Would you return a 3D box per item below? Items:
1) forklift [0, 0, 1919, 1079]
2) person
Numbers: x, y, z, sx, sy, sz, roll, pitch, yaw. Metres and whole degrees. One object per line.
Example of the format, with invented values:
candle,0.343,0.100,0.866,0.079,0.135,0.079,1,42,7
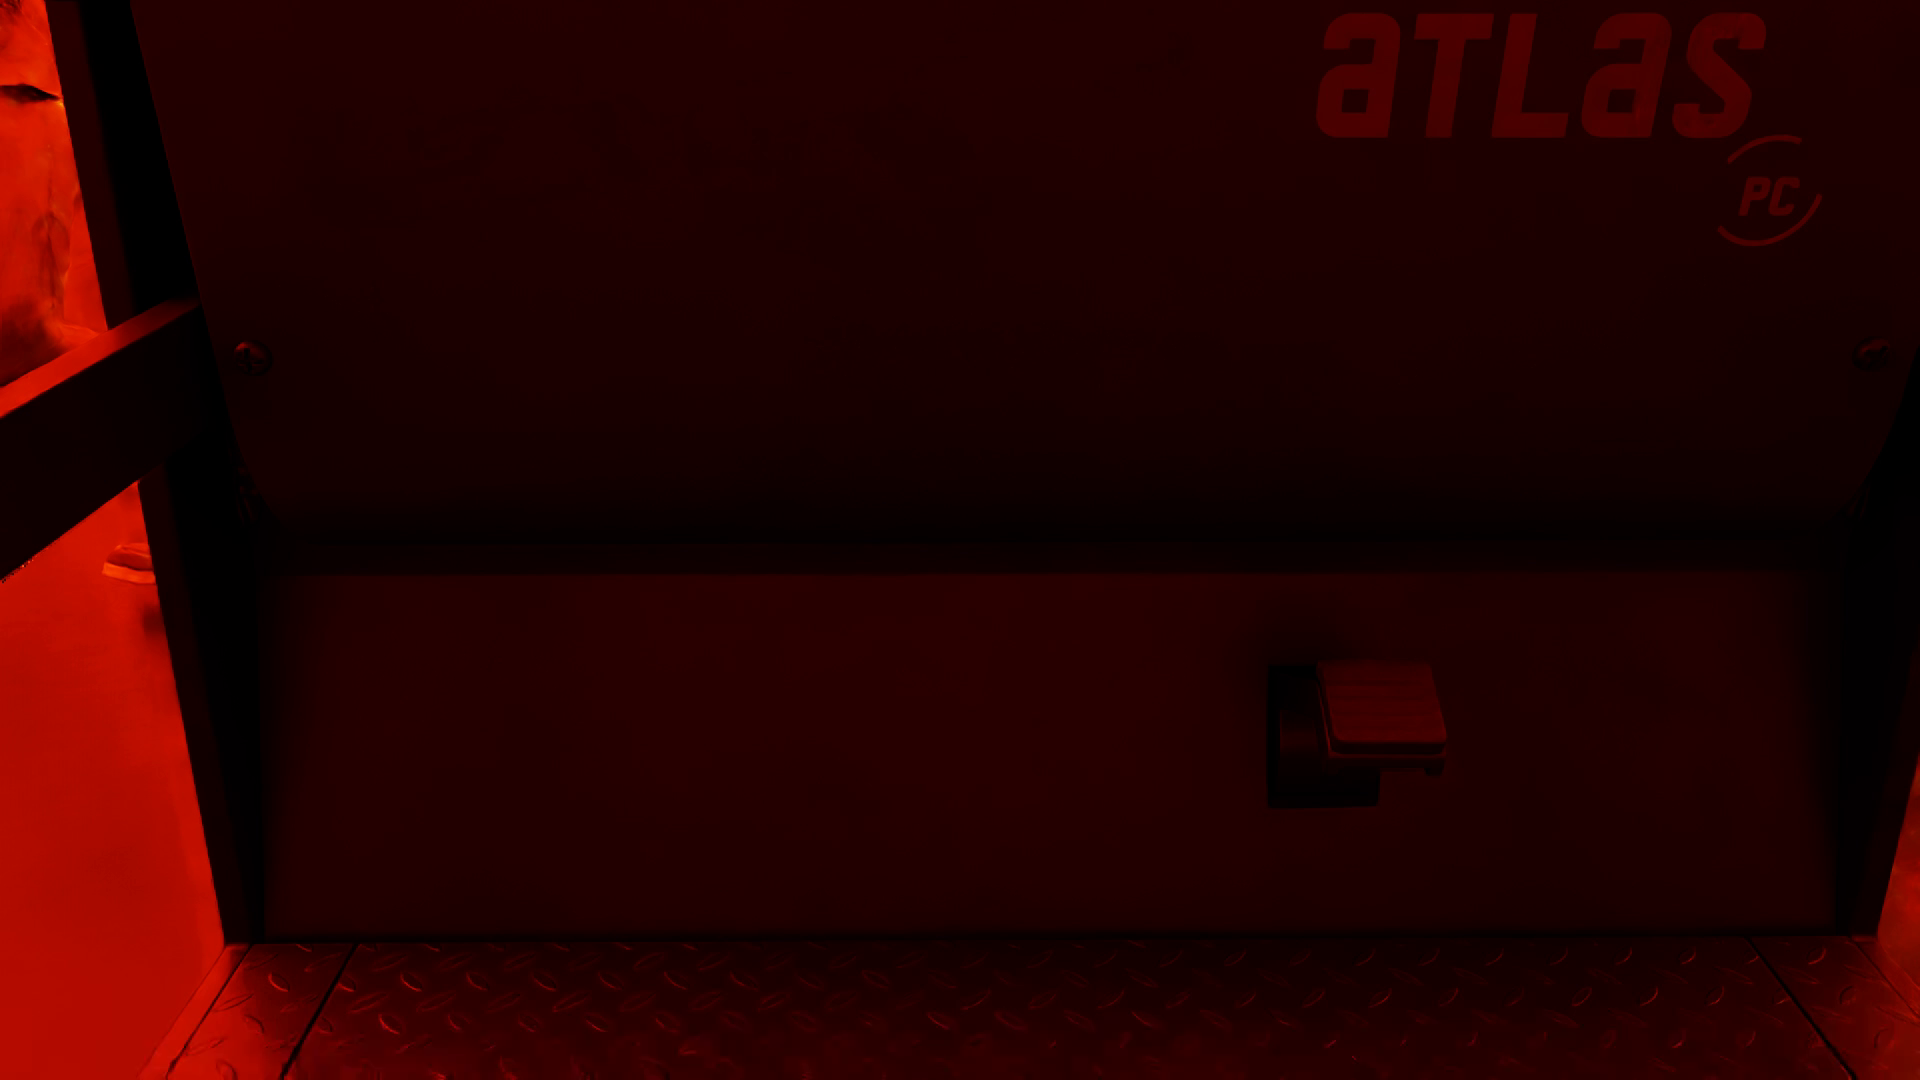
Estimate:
forklift,0.063,-0.694,0.495,1.130,2.935,3.031,0,21,0
person,-1.501,-0.550,2.288,0.907,1.526,0.514,6,22,15
